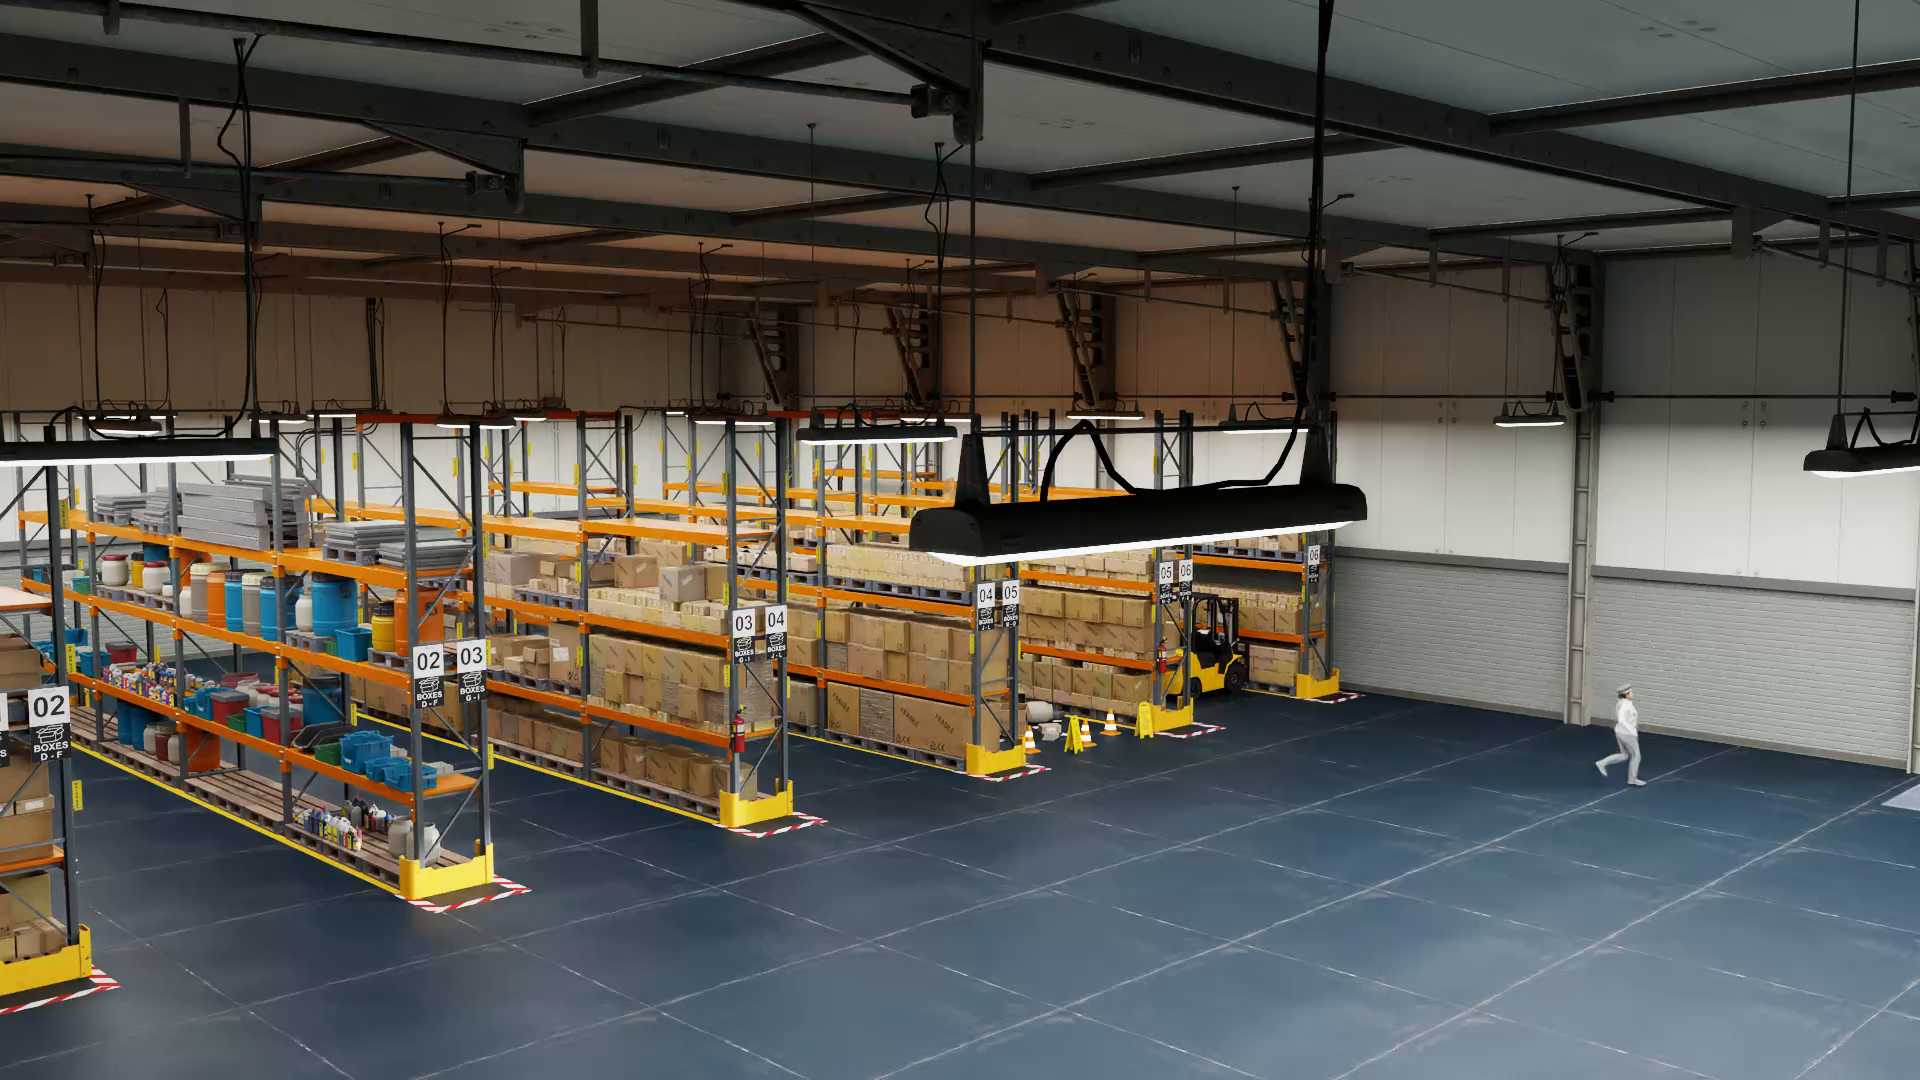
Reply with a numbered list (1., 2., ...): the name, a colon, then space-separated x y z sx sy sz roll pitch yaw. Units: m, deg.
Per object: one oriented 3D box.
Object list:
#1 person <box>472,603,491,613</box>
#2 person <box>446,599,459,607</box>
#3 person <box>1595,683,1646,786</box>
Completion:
1. person: -11.537 1.966 40.211 0.720 1.821 0.802 3 6 33
2. person: -11.899 2.100 38.968 0.735 1.697 0.580 1 5 10
3. person: 10.761 3.151 27.008 0.781 1.670 0.635 1 5 8
